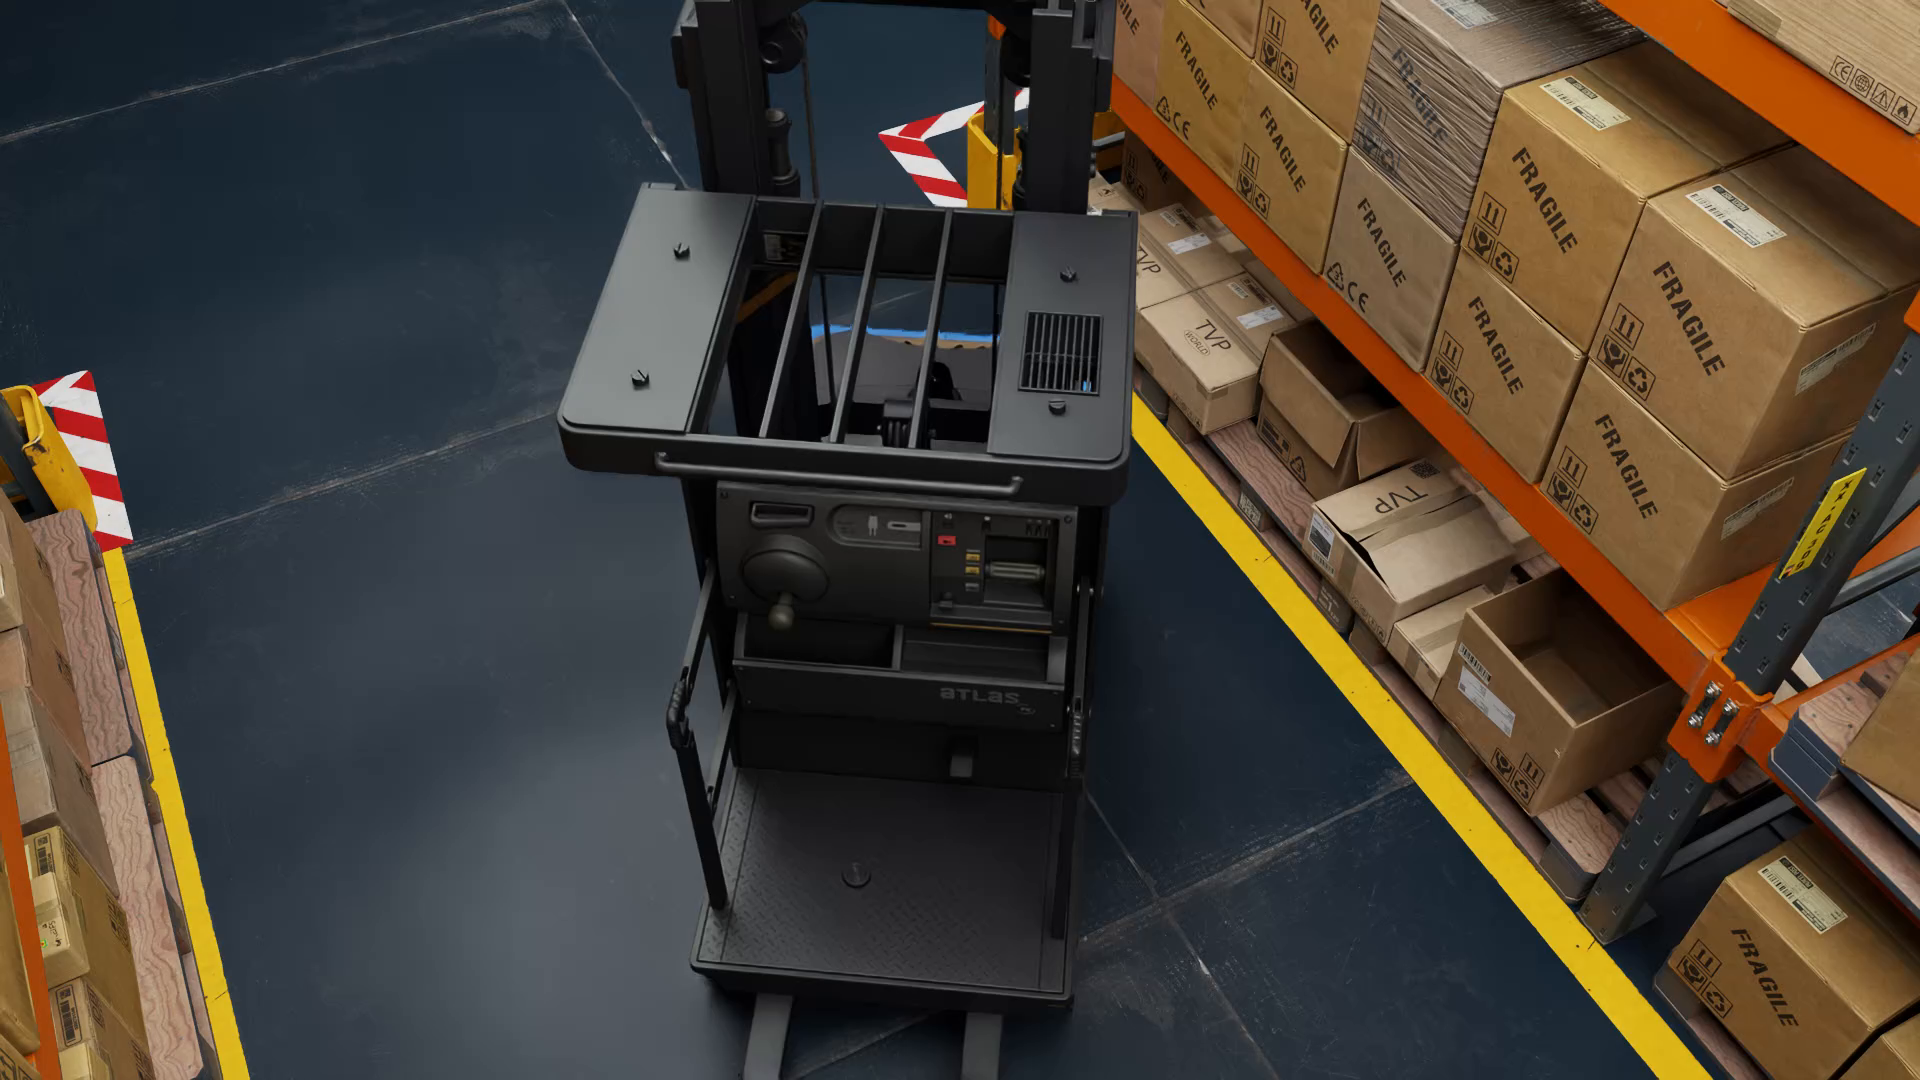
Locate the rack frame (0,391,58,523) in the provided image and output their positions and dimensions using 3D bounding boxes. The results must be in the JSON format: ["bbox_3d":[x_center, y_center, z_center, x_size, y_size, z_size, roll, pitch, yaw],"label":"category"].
[{"bbox_3d":[-3.830,-0.909,5.052,1.000,3.000,0.127,-21,52,-18],"label":"rack frame"}]

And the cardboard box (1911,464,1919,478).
[{"bbox_3d":[2.413,-0.408,4.548,0.500,0.500,0.500,-20,52,-17],"label":"cardboard box"}]

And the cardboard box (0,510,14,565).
[{"bbox_3d":[-3.200,0.020,5.191,0.380,0.149,0.250,-22,52,-18],"label":"cardboard box"}]

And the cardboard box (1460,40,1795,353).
[{"bbox_3d":[1.705,-0.894,4.308,0.500,0.500,0.500,-22,52,-18],"label":"cardboard box"}]

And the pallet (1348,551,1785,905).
[{"bbox_3d":[2.090,0.518,5.657,1.003,0.211,1.213,-21,52,-18],"label":"pallet"}]

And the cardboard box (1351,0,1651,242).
[{"bbox_3d":[1.475,-1.231,4.603,0.500,0.500,0.500,-21,52,-17],"label":"cardboard box"}]

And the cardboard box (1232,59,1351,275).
[{"bbox_3d":[1.237,-1.247,5.281,0.500,0.500,0.500,-21,52,-17],"label":"cardboard box"}]

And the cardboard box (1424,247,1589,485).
[{"bbox_3d":[1.710,-0.564,4.684,0.500,0.500,0.500,-20,52,-17],"label":"cardboard box"}]

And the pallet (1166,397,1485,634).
[{"bbox_3d":[1.528,-0.300,6.372,1.003,0.211,1.213,-21,52,-18],"label":"pallet"}]

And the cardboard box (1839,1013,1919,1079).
[{"bbox_3d":[2.662,1.499,4.315,0.500,0.500,0.500,-20,52,-17],"label":"cardboard box"}]

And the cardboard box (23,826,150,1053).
[{"bbox_3d":[-2.710,1.236,4.558,0.700,0.500,0.500,-20,52,-17],"label":"cardboard box"}]

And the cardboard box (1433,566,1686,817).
[{"bbox_3d":[1.891,0.454,5.228,0.500,0.500,0.500,-21,52,-18],"label":"cardboard box"}]

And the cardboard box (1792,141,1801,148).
[{"bbox_3d":[2.202,-1.060,4.453,0.500,0.500,0.500,-23,53,-19],"label":"cardboard box"}]

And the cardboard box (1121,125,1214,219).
[{"bbox_3d":[1.041,-1.660,7.078,0.500,0.500,0.500,-21,52,-18],"label":"cardboard box"}]

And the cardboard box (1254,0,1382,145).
[{"bbox_3d":[1.246,-1.568,4.898,0.500,0.500,0.500,-22,52,-18],"label":"cardboard box"}]

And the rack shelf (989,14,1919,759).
[{"bbox_3d":[1.488,-1.042,5.646,1.077,0.370,4.000,-21,52,-18],"label":"rack shelf"}]

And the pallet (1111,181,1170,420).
[{"bbox_3d":[0.974,-1.115,7.085,1.003,0.211,1.213,-21,52,-18],"label":"pallet"}]

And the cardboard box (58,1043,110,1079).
[{"bbox_3d":[-2.245,1.412,3.973,0.380,0.149,0.250,-20,52,-16],"label":"cardboard box"}]

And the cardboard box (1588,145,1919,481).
[{"bbox_3d":[1.942,-0.552,4.009,0.500,0.500,0.500,-21,52,-17],"label":"cardboard box"}]

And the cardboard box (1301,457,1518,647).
[{"bbox_3d":[1.547,0.015,5.738,0.500,0.311,0.500,-21,52,-18],"label":"cardboard box"}]

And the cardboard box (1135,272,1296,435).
[{"bbox_3d":[1.027,-0.726,6.427,0.500,0.250,0.500,-21,52,-18],"label":"cardboard box"}]

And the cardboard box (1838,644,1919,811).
[{"bbox_3d":[2.421,0.283,3.665,0.500,0.500,0.700,35,58,27],"label":"cardboard box"}]

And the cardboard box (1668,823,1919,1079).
[{"bbox_3d":[2.408,1.146,4.624,0.500,0.500,0.500,-23,53,-19],"label":"cardboard box"}]

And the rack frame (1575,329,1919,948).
[{"bbox_3d":[2.404,0.060,4.205,1.000,3.000,0.127,-21,52,-18],"label":"rack frame"}]

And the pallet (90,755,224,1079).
[{"bbox_3d":[-2.840,1.333,4.944,1.003,0.211,1.213,-21,52,-18],"label":"pallet"}]

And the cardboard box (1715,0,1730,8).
[{"bbox_3d":[1.725,-1.450,3.633,0.500,0.250,0.500,-21,52,-18],"label":"cardboard box"}]

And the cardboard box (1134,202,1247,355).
[{"bbox_3d":[0.799,-1.061,6.719,0.500,0.250,0.500,-21,52,-18],"label":"cardboard box"}]

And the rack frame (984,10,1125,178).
[{"bbox_3d":[0.573,-2.617,6.546,1.000,3.000,0.127,-21,52,-18],"label":"rack frame"}]

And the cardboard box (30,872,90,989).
[{"bbox_3d":[-2.484,1.063,4.279,0.380,0.149,0.250,-23,53,-19],"label":"cardboard box"}]

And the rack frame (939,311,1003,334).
[{"bbox_3d":[0.028,-0.479,6.071,0.240,0.900,0.006,-7,49,-6],"label":"rack frame"}]

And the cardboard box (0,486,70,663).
[{"bbox_3d":[-3.420,0.210,5.455,0.700,0.500,0.500,-21,52,-18],"label":"cardboard box"}]

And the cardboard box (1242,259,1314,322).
[{"bbox_3d":[1.449,-0.932,6.607,0.500,0.250,0.500,-21,52,-18],"label":"cardboard box"}]

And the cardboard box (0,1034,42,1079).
[{"bbox_3d":[-2.233,1.301,2.920,0.980,0.700,0.700,-20,52,-17],"label":"cardboard box"}]

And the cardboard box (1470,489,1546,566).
[{"bbox_3d":[1.999,-0.083,5.920,0.380,0.166,0.250,-21,52,-18],"label":"cardboard box"}]

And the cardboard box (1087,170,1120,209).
[{"bbox_3d":[0.459,-1.425,7.105,0.380,0.149,0.250,-21,52,-18],"label":"cardboard box"}]

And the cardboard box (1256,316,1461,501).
[{"bbox_3d":[1.539,-0.519,6.077,0.797,0.503,0.637,-21,52,-18],"label":"cardboard box"}]

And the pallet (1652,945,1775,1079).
[{"bbox_3d":[2.809,1.509,4.790,1.003,0.211,1.213,-21,52,-18],"label":"pallet"}]

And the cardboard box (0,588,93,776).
[{"bbox_3d":[-3.191,0.545,5.162,0.700,0.500,0.500,-21,52,-18],"label":"cardboard box"}]

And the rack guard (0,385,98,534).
[{"bbox_3d":[-3.841,-0.102,6.007,1.175,0.500,0.348,-21,52,-18],"label":"rack guard"}]

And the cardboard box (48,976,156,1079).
[{"bbox_3d":[-2.477,1.580,4.257,0.700,0.500,0.500,-22,52,-18],"label":"cardboard box"}]

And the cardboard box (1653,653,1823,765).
[{"bbox_3d":[2.404,0.445,5.362,0.500,0.311,0.500,-21,52,-18],"label":"cardboard box"}]

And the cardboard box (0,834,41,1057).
[{"bbox_3d":[-2.562,0.811,3.349,0.980,0.700,0.700,-22,53,-18],"label":"cardboard box"}]

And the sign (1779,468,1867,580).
[{"bbox_3d":[1.925,-0.033,3.711,0.100,0.325,0.005,-21,52,-18],"label":"sign"}]

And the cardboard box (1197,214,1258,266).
[{"bbox_3d":[1.146,-1.248,6.939,0.380,0.166,0.250,-21,52,-18],"label":"cardboard box"}]

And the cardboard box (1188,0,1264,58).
[{"bbox_3d":[1.012,-1.908,5.195,0.500,0.500,0.500,-21,52,-17],"label":"cardboard box"}]

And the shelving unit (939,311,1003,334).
[{"bbox_3d":[0.045,-0.403,6.005,0.258,0.900,0.210,-7,49,-6],"label":"shelving unit"}]

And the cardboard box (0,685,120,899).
[{"bbox_3d":[-2.961,0.881,4.868,0.700,0.500,0.500,-23,53,-19],"label":"cardboard box"}]

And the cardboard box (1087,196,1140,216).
[{"bbox_3d":[0.574,-1.263,6.952,0.380,0.166,0.250,-21,52,-18],"label":"cardboard box"}]

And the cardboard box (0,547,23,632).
[{"bbox_3d":[-3.082,0.191,5.041,0.380,0.149,0.250,-20,52,-17],"label":"cardboard box"}]

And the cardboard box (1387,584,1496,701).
[{"bbox_3d":[1.666,0.340,5.562,0.380,0.149,0.250,-21,52,-18],"label":"cardboard box"}]

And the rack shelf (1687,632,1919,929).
[{"bbox_3d":[3.319,1.635,3.305,1.077,0.370,4.000,-21,52,-18],"label":"rack shelf"}]

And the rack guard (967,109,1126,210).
[{"bbox_3d":[0.608,-1.744,7.443,1.175,0.500,0.348,-21,52,-18],"label":"rack guard"}]

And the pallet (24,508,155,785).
[{"bbox_3d":[-3.394,0.518,5.657,1.003,0.211,1.213,-21,52,-18],"label":"pallet"}]

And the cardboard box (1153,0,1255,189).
[{"bbox_3d":[1.010,-1.582,5.574,0.500,0.500,0.500,-21,52,-18],"label":"cardboard box"}]

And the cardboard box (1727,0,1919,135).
[{"bbox_3d":[1.945,-1.112,3.337,0.500,0.250,0.500,-21,52,-18],"label":"cardboard box"}]

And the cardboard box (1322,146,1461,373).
[{"bbox_3d":[1.472,-0.907,4.984,0.500,0.500,0.500,-20,52,-17],"label":"cardboard box"}]

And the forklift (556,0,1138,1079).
[{"bbox_3d":[-0.185,0.163,4.160,1.130,2.935,3.031,4,49,4],"label":"forklift"}]

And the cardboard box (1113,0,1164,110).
[{"bbox_3d":[0.783,-1.919,5.869,0.500,0.500,0.500,-22,52,-18],"label":"cardboard box"}]

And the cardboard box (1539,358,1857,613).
[{"bbox_3d":[1.947,-0.219,4.383,0.500,0.500,0.500,-20,52,-17],"label":"cardboard box"}]

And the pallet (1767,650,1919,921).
[{"bbox_3d":[2.672,0.695,3.777,1.003,0.211,1.213,-21,52,-18],"label":"pallet"}]
